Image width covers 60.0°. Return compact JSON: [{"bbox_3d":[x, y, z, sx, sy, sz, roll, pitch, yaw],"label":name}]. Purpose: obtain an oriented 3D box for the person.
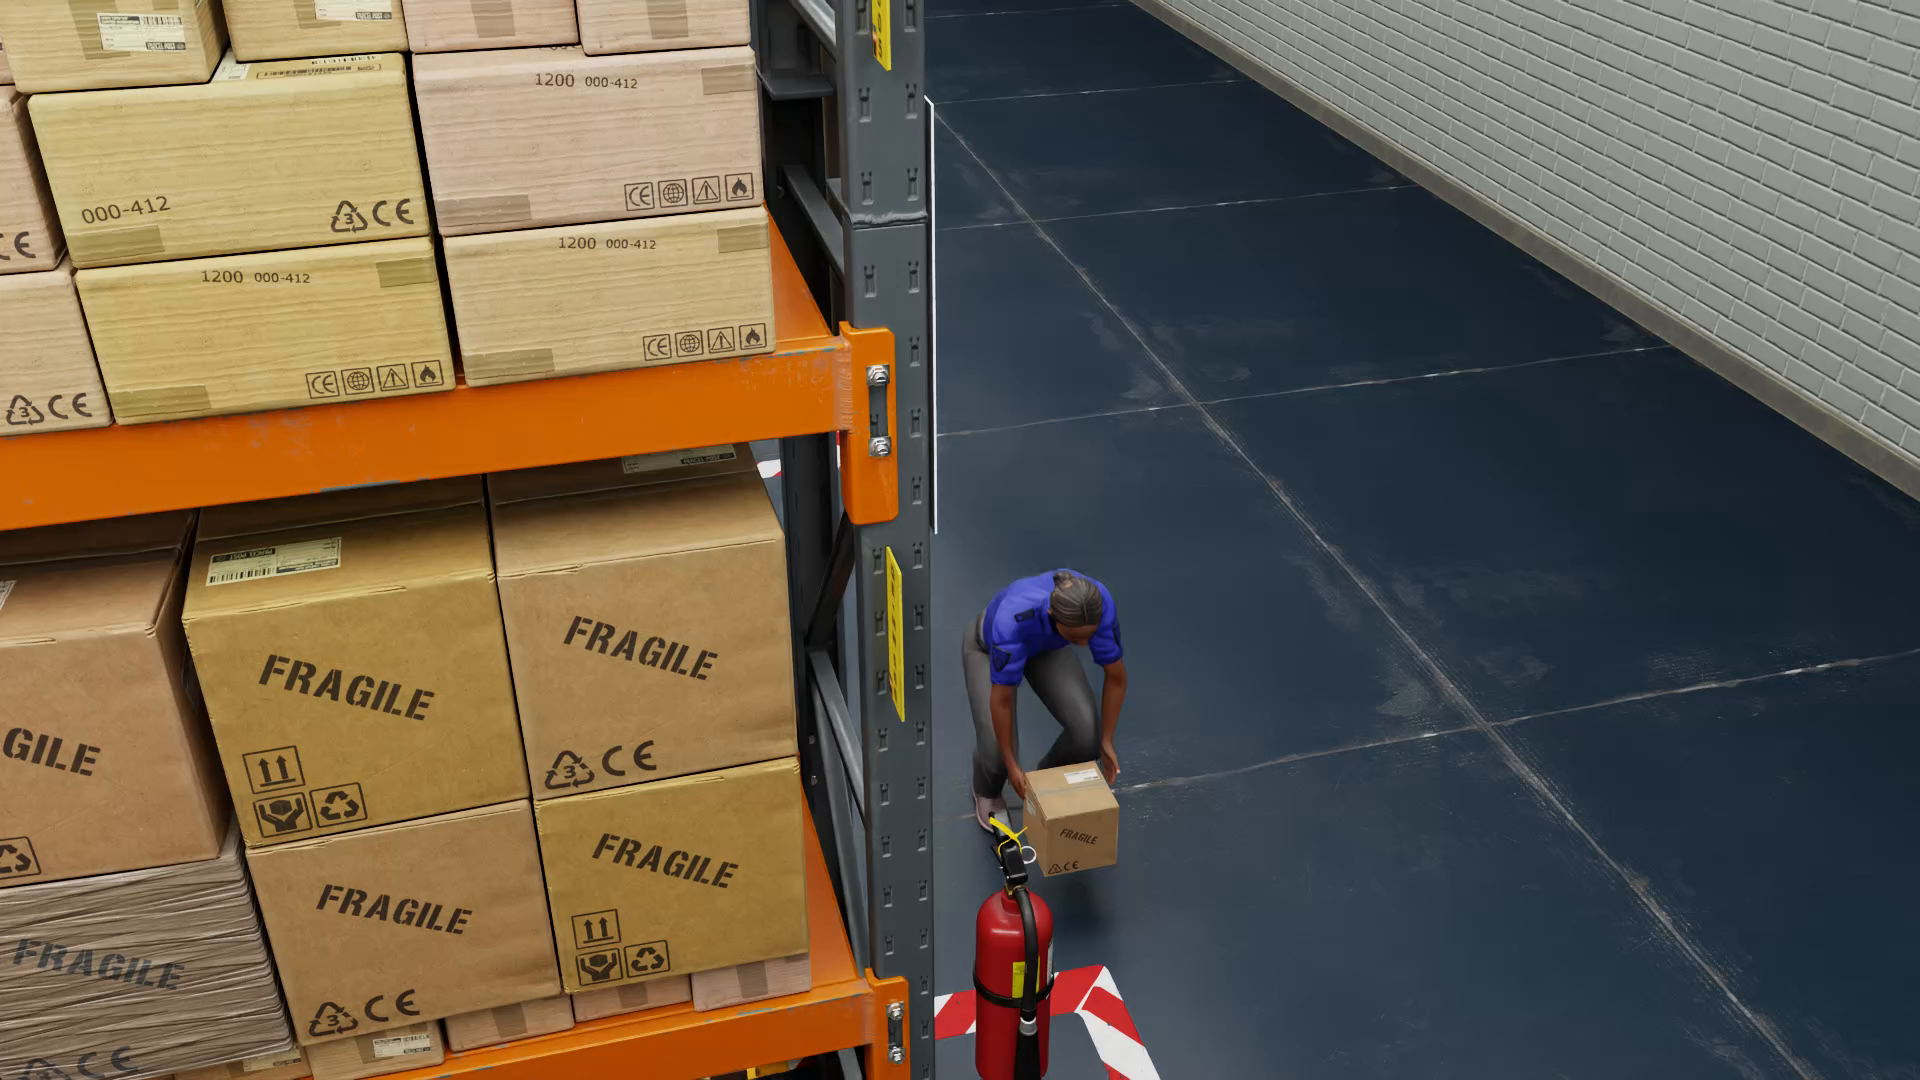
[{"bbox_3d":[0.287,0.506,5.765,0.501,1.168,0.726,-8,31,-13],"label":"person"}]
